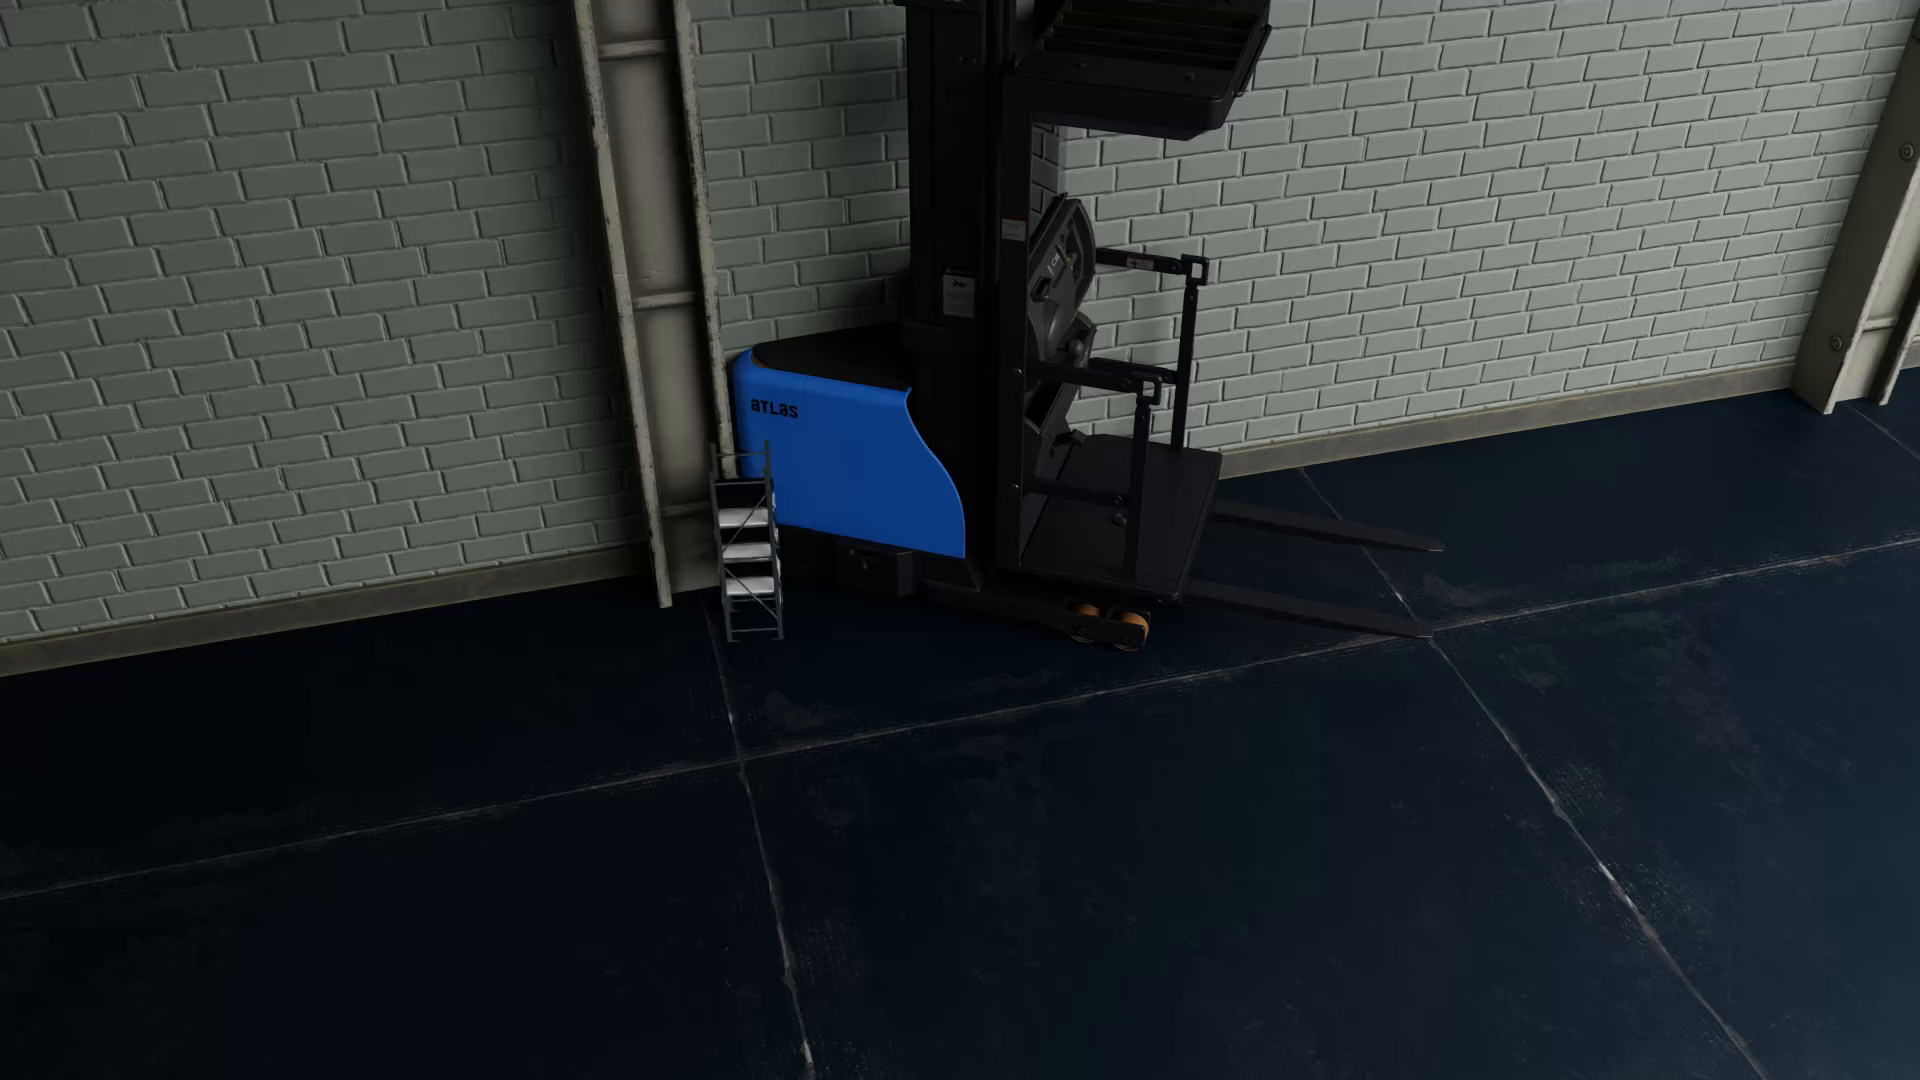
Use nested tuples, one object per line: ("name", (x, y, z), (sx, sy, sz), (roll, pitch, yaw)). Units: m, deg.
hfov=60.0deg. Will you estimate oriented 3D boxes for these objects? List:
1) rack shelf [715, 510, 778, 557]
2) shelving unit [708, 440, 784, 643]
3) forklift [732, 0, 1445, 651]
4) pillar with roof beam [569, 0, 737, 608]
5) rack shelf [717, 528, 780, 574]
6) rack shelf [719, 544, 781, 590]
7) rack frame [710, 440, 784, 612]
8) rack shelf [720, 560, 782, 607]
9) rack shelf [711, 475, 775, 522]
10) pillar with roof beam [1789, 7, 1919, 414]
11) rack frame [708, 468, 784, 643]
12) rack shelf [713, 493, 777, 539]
("rack shelf", (-0.891, -0.028, 6.952), (0.258, 0.077, 0.200), (-3, 38, -4))
("shelving unit", (-0.891, 0.017, 6.987), (0.258, 0.900, 0.210), (-3, 38, -4))
("forklift", (0.602, -1.051, 6.712), (3.031, 2.935, 1.130), (11, 39, 14))
("pillar with roof beam", (-0.057, -0.869, 1.479), (0.400, 9.000, 9.100), (-9, 38, -12))
("rack shelf", (-0.891, 0.043, 7.007), (0.258, 0.077, 0.200), (-3, 38, -4))
("rack shelf", (-0.891, 0.114, 7.062), (0.258, 0.077, 0.200), (-3, 38, -4))
("rack frame", (-0.899, -0.045, 7.067), (0.240, 0.900, 0.006), (-3, 38, -4))
("rack shelf", (-0.891, 0.185, 7.117), (0.258, 0.077, 0.200), (-3, 38, -4))
("rack shelf", (-0.891, -0.171, 6.842), (0.258, 0.077, 0.200), (-3, 38, -4))
("pillar with roof beam", (5.736, -1.819, 2.722), (0.400, 9.000, 9.100), (-9, 38, -12))
("rack frame", (-0.883, 0.078, 6.907), (0.240, 0.900, 0.006), (-3, 38, -4))
("rack shelf", (-0.891, -0.100, 6.897), (0.258, 0.077, 0.200), (-3, 38, -4))
